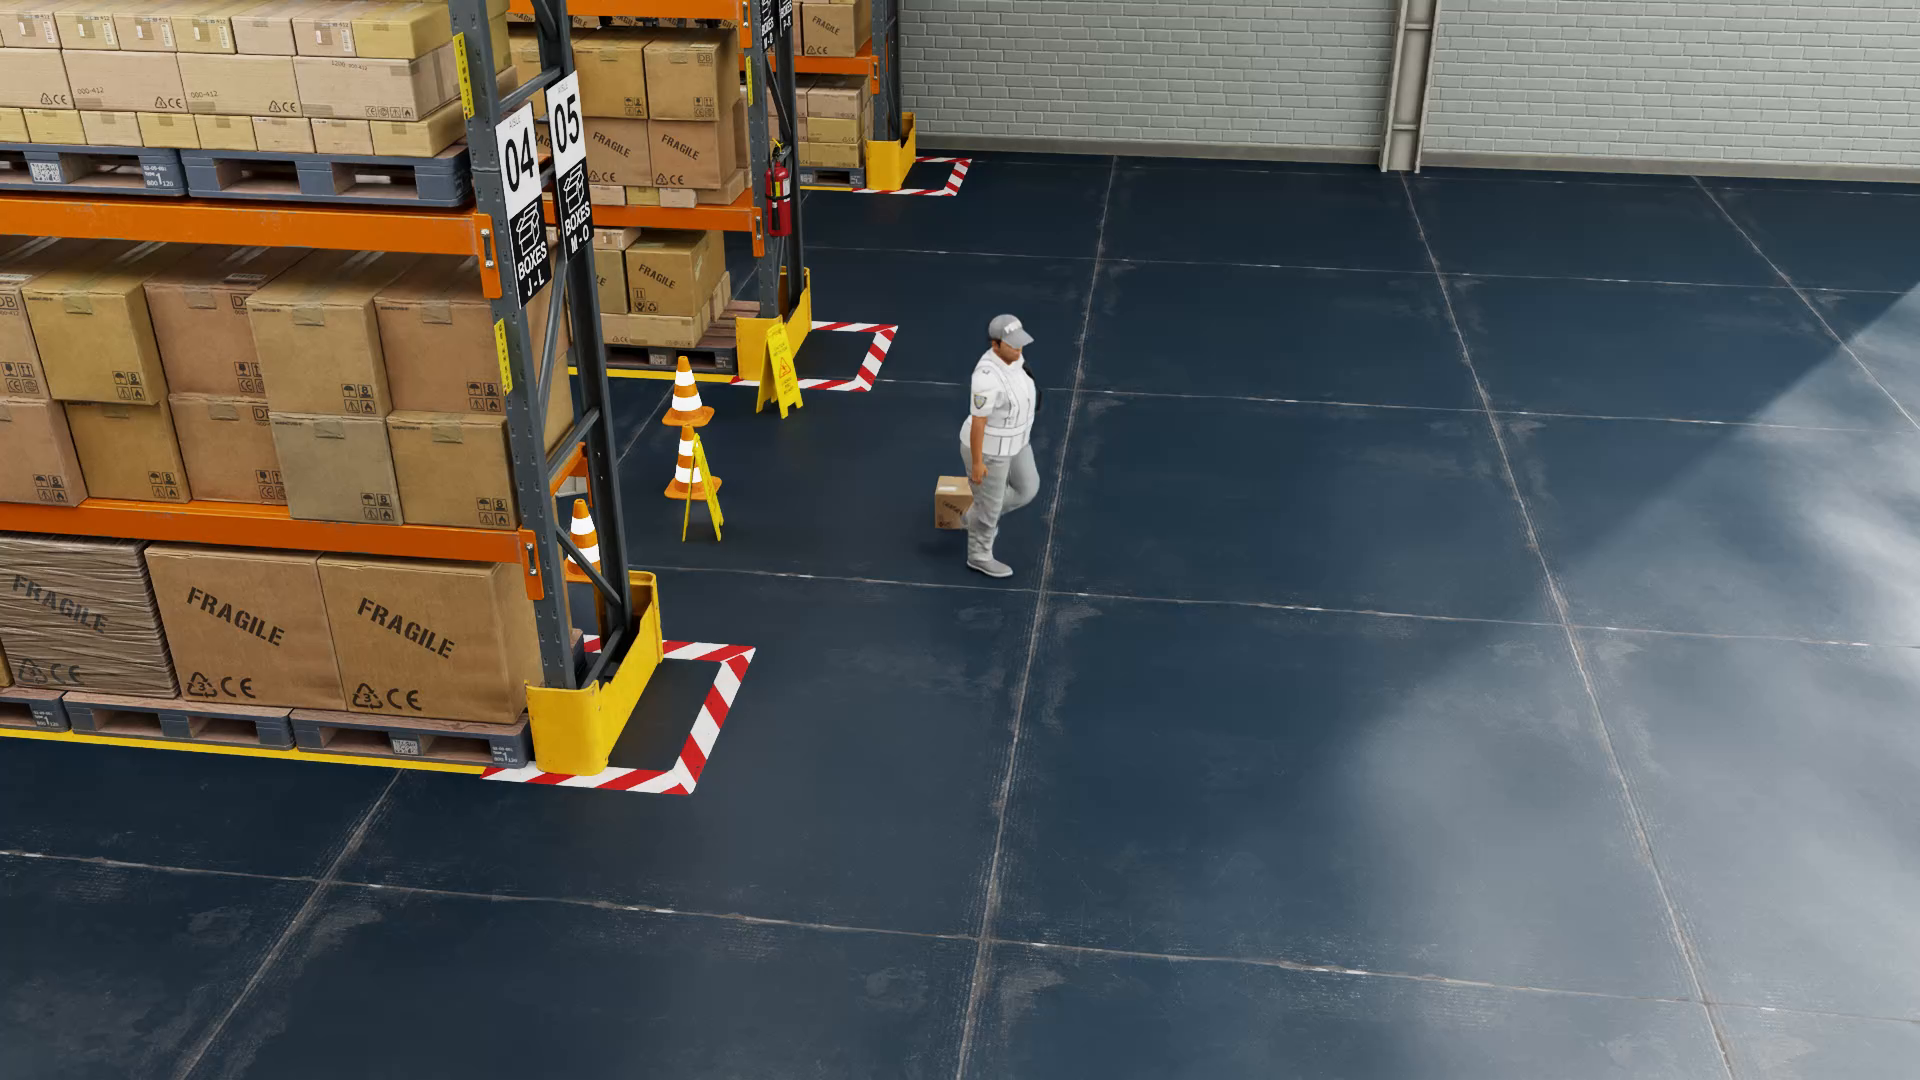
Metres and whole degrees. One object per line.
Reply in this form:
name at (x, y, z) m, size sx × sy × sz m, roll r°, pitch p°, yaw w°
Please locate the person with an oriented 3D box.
person at (0.196, -0.561, 9.641) m, size 0.555 × 1.654 × 0.570 m, roll 14°, pitch 32°, yaw 24°
